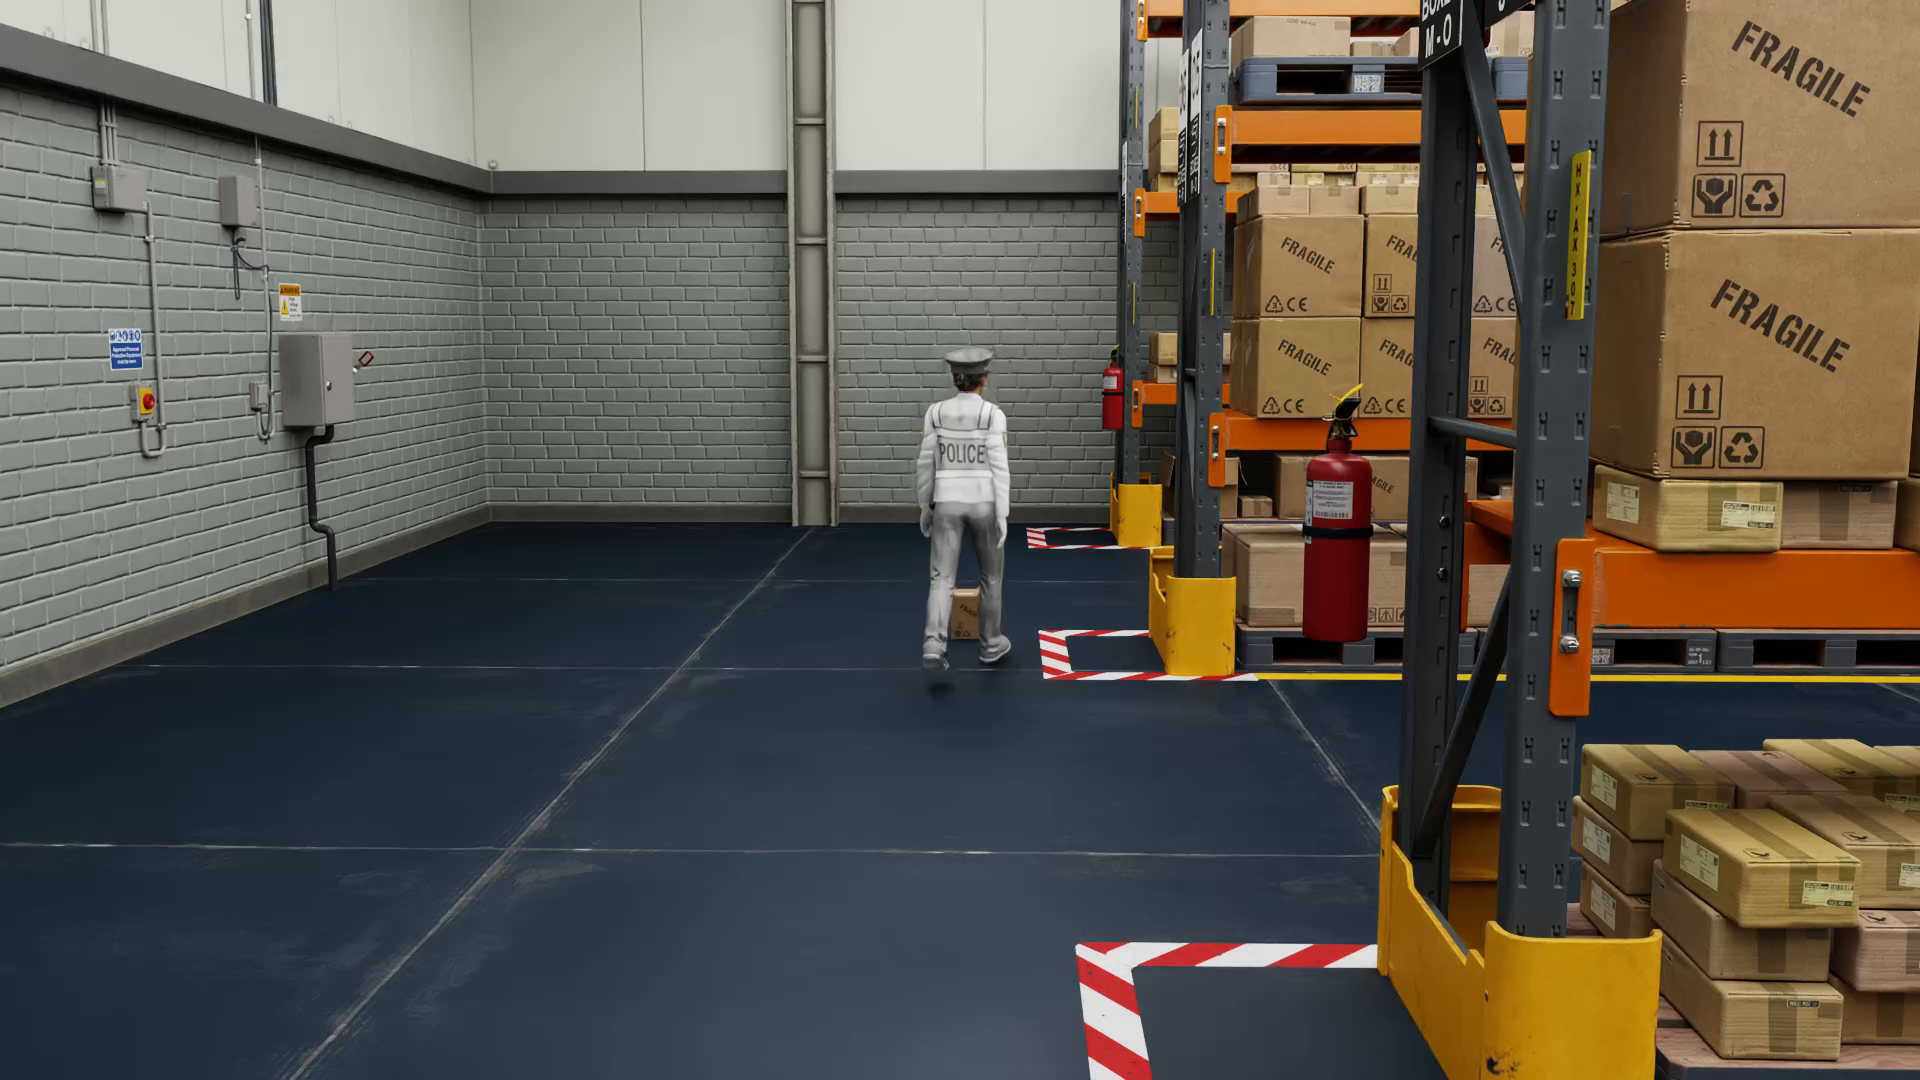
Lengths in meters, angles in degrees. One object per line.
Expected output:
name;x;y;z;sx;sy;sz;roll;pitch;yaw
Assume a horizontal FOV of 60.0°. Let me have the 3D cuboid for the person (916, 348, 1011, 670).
person;0.008;-0.146;8.406;0.508;1.640;0.954;2;8;12
